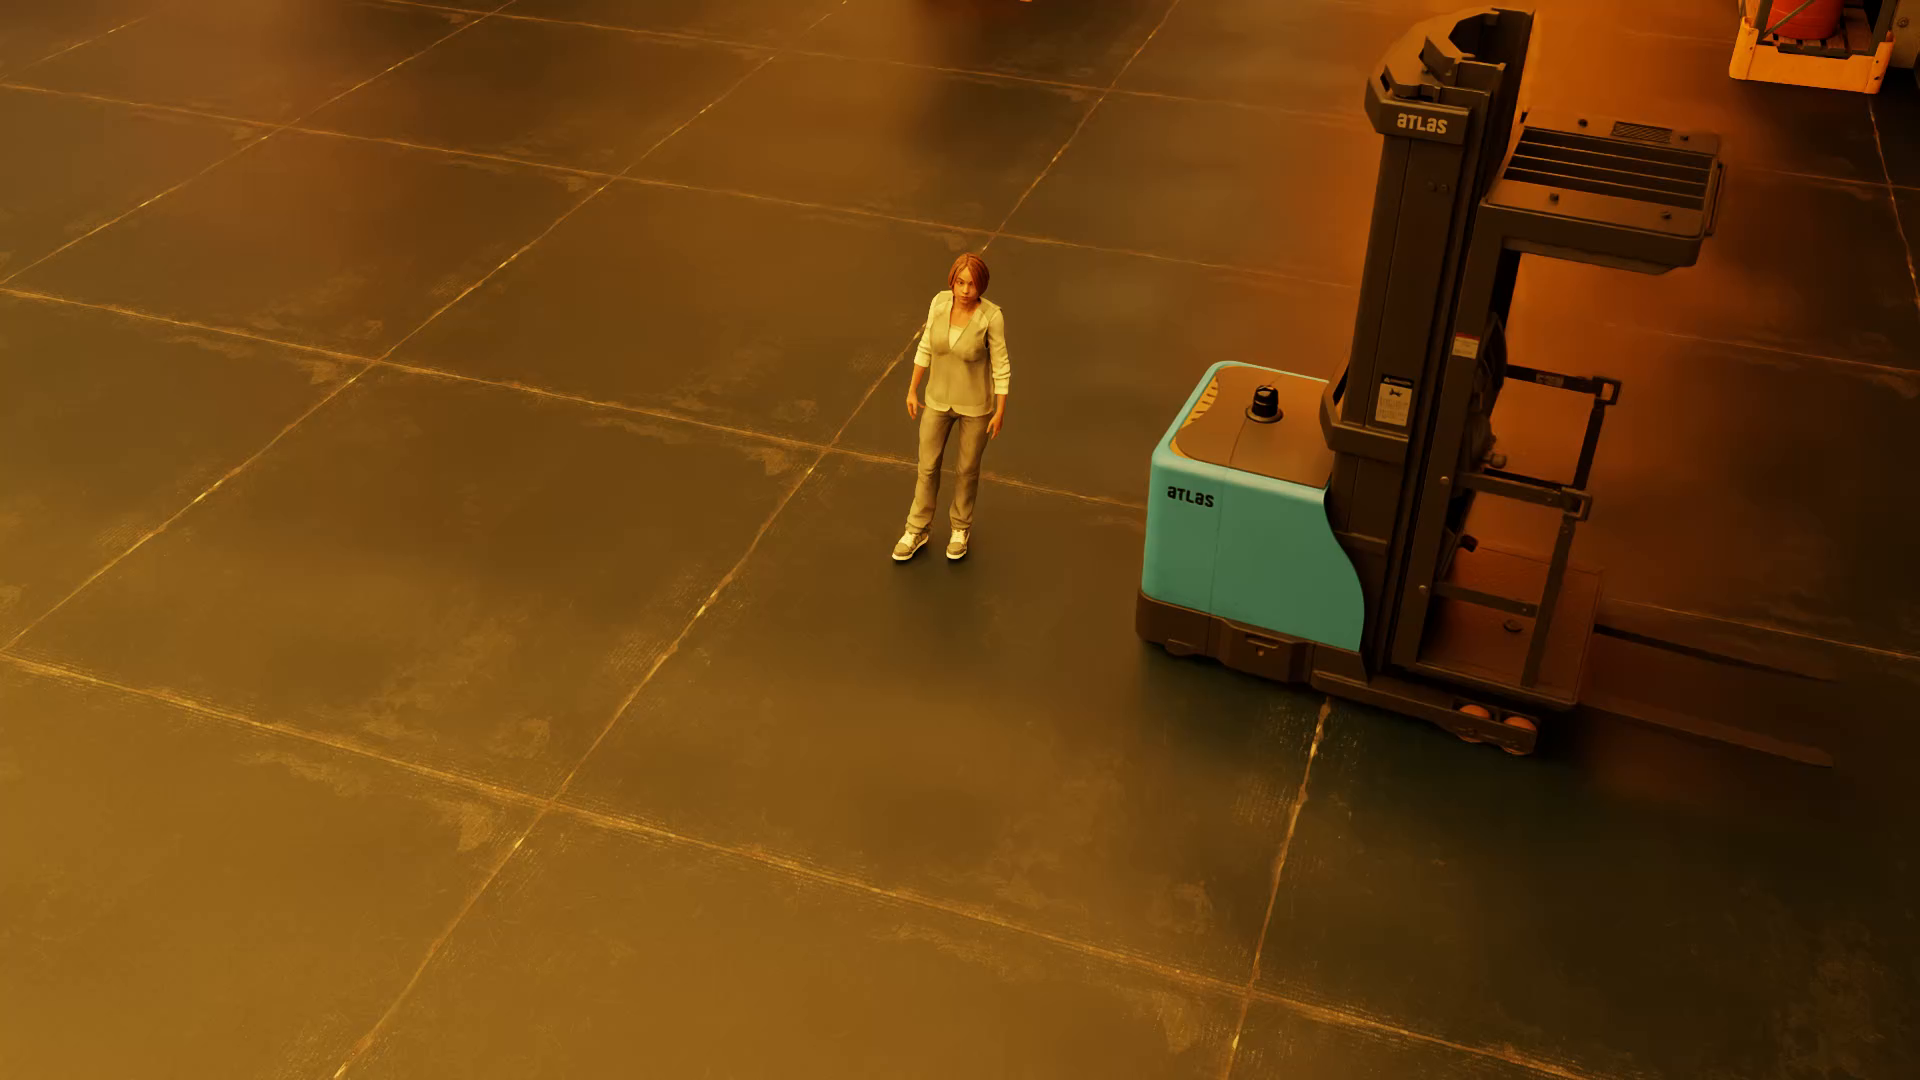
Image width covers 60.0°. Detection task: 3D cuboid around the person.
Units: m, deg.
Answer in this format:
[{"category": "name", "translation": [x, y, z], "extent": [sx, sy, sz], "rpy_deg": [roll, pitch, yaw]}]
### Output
[{"category": "person", "translation": [-0.038, -0.614, 8.130], "extent": [0.519, 1.583, 0.474], "rpy_deg": [12, 37, 16]}]

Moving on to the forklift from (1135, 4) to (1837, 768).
[{"category": "forklift", "translation": [2.397, -0.602, 6.961], "extent": [3.031, 2.935, 1.130], "rpy_deg": [15, 38, 20]}]
